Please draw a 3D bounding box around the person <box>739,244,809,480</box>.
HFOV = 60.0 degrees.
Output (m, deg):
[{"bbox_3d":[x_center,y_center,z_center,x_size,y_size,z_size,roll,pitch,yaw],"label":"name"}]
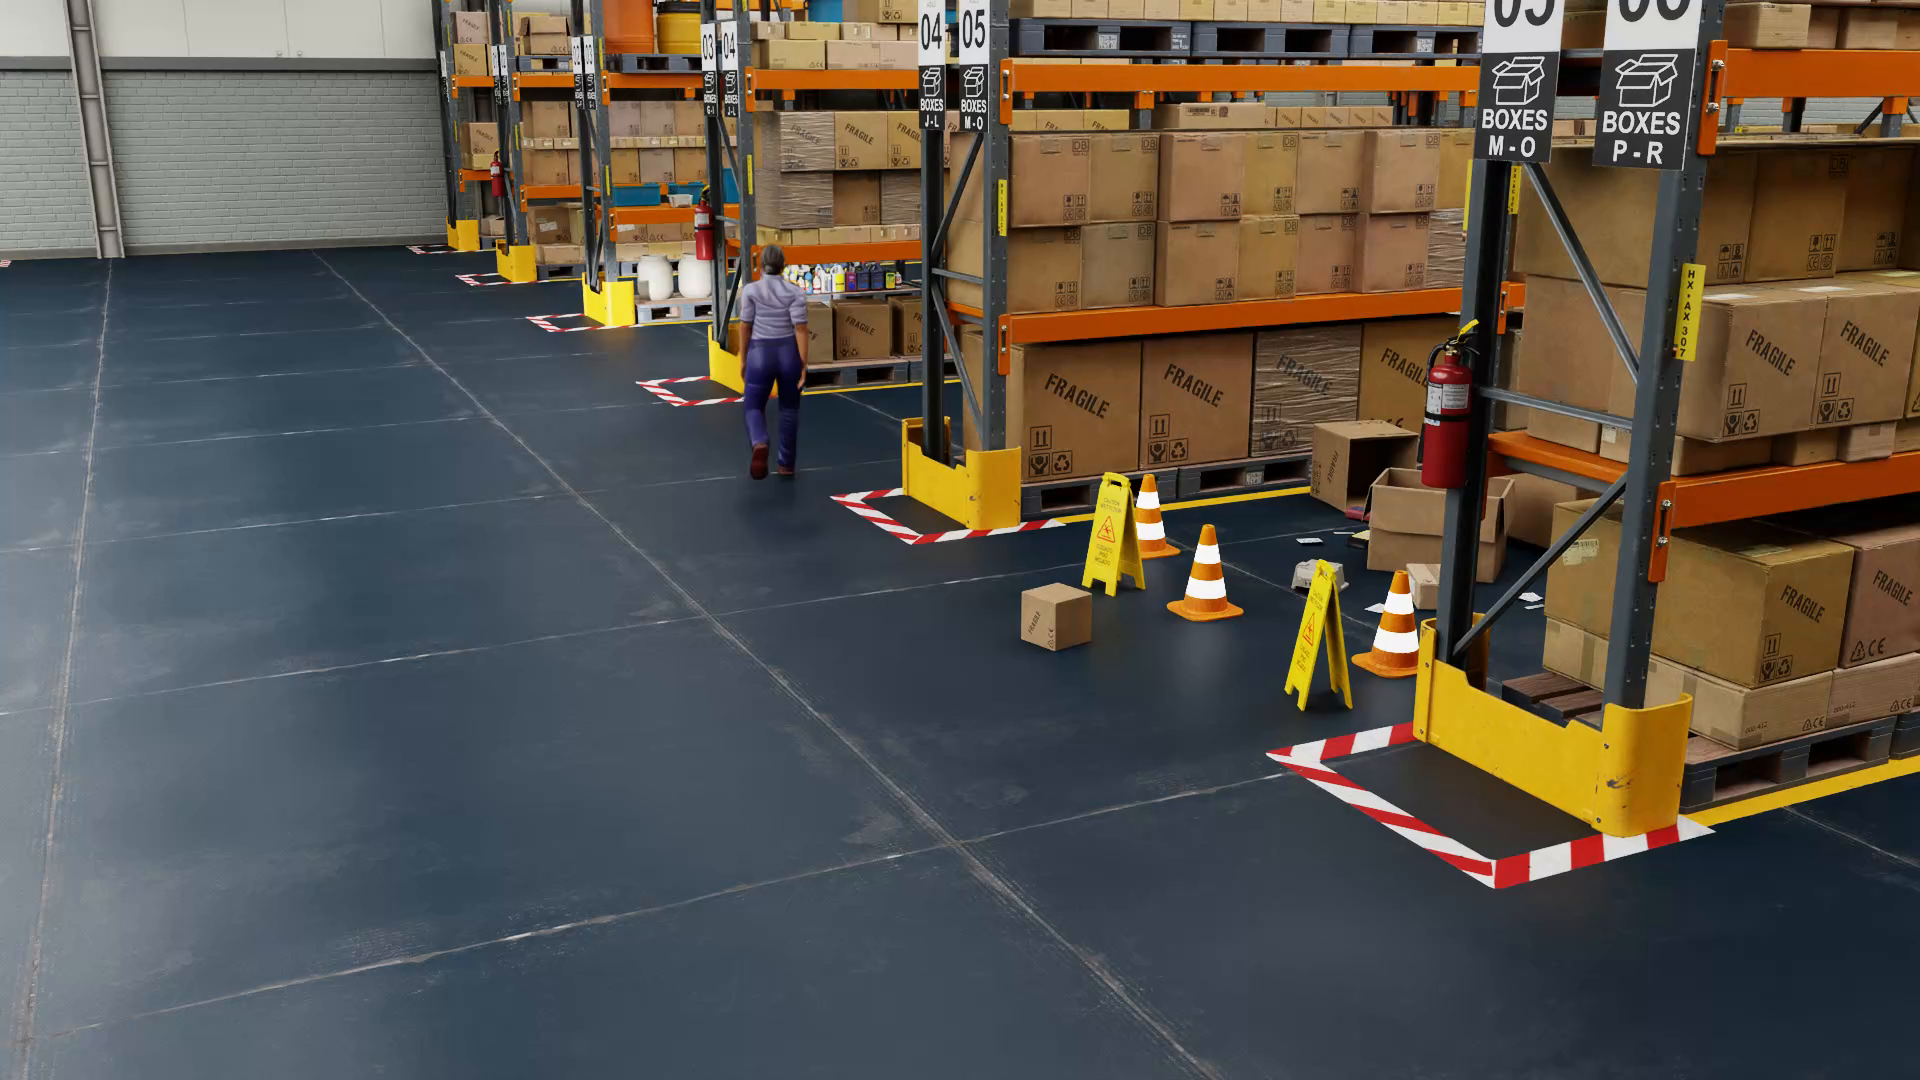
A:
[{"bbox_3d":[-1.269,-1.199,11.386,0.471,1.614,0.685,-3,16,-9],"label":"person"}]
